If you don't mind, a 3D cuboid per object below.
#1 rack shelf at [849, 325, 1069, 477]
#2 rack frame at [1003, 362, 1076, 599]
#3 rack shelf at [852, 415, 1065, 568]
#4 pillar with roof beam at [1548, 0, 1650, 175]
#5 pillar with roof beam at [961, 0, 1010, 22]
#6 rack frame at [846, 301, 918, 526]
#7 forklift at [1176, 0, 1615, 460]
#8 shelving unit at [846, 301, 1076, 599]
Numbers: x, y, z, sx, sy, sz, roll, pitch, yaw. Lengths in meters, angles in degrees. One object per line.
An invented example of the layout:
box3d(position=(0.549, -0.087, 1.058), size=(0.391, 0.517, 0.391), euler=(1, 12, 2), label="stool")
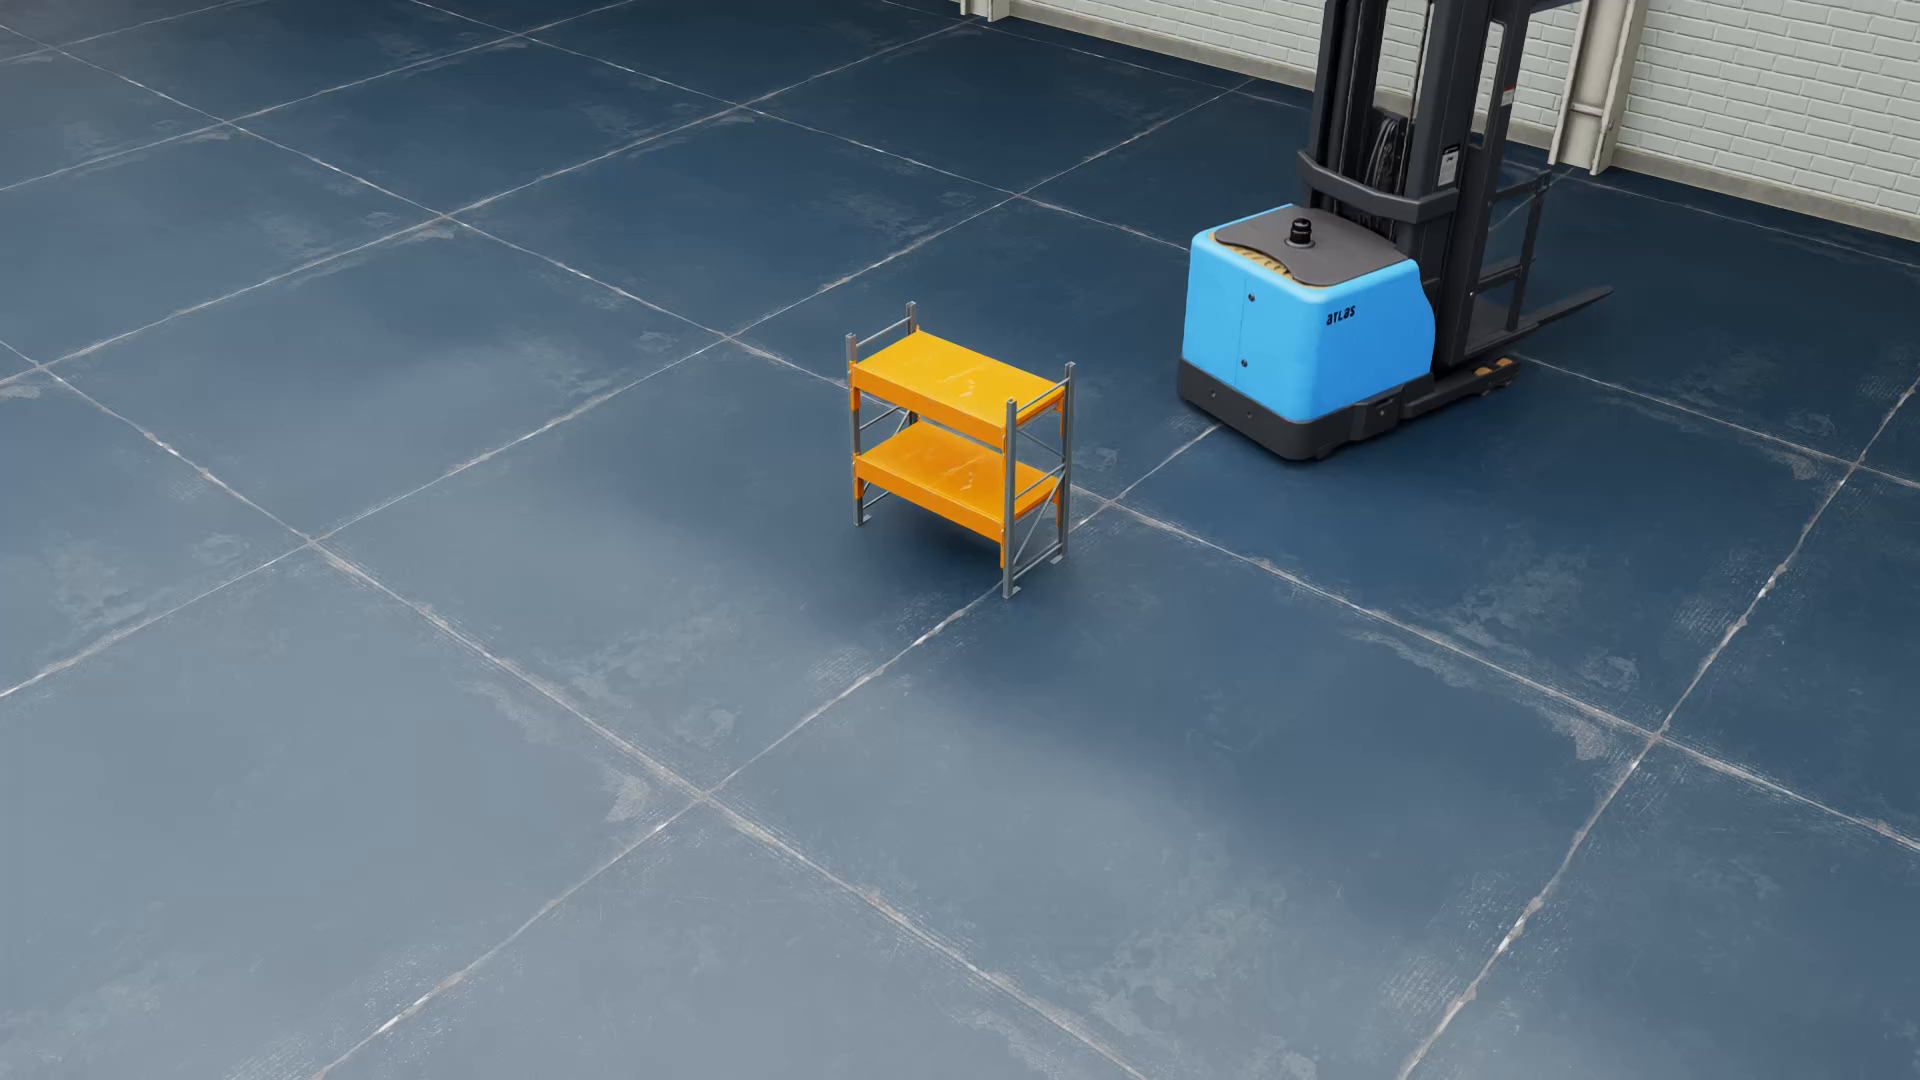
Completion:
box3d(position=(-0.005, -0.707, 8.269), size=(1.000, 0.278, 0.538), euler=(25, 42, 32), label="rack shelf")
box3d(position=(0.385, -0.282, 8.167), size=(0.032, 1.125, 0.500), euler=(25, 42, 32), label="rack frame")
box3d(position=(-0.005, -0.265, 8.574), size=(1.000, 0.278, 0.538), euler=(25, 42, 32), label="rack shelf")
box3d(position=(2.109, -4.792, 7.778), size=(0.400, 9.000, 9.100), euler=(25, 42, 32), label="pillar with roof beam")
box3d(position=(-2.503, -6.965, 10.943), size=(0.400, 9.000, 9.100), euler=(25, 42, 32), label="pillar with roof beam")
box3d(position=(-0.396, -0.650, 8.703), size=(0.032, 1.125, 0.500), euler=(25, 42, 32), label="rack frame")
box3d(position=(2.790, -2.305, 9.517), size=(3.031, 2.935, 1.130), euler=(-22, 40, -28), label="forklift")
box3d(position=(-0.005, -0.466, 8.435), size=(1.048, 1.125, 0.538), euler=(25, 42, 32), label="shelving unit")
